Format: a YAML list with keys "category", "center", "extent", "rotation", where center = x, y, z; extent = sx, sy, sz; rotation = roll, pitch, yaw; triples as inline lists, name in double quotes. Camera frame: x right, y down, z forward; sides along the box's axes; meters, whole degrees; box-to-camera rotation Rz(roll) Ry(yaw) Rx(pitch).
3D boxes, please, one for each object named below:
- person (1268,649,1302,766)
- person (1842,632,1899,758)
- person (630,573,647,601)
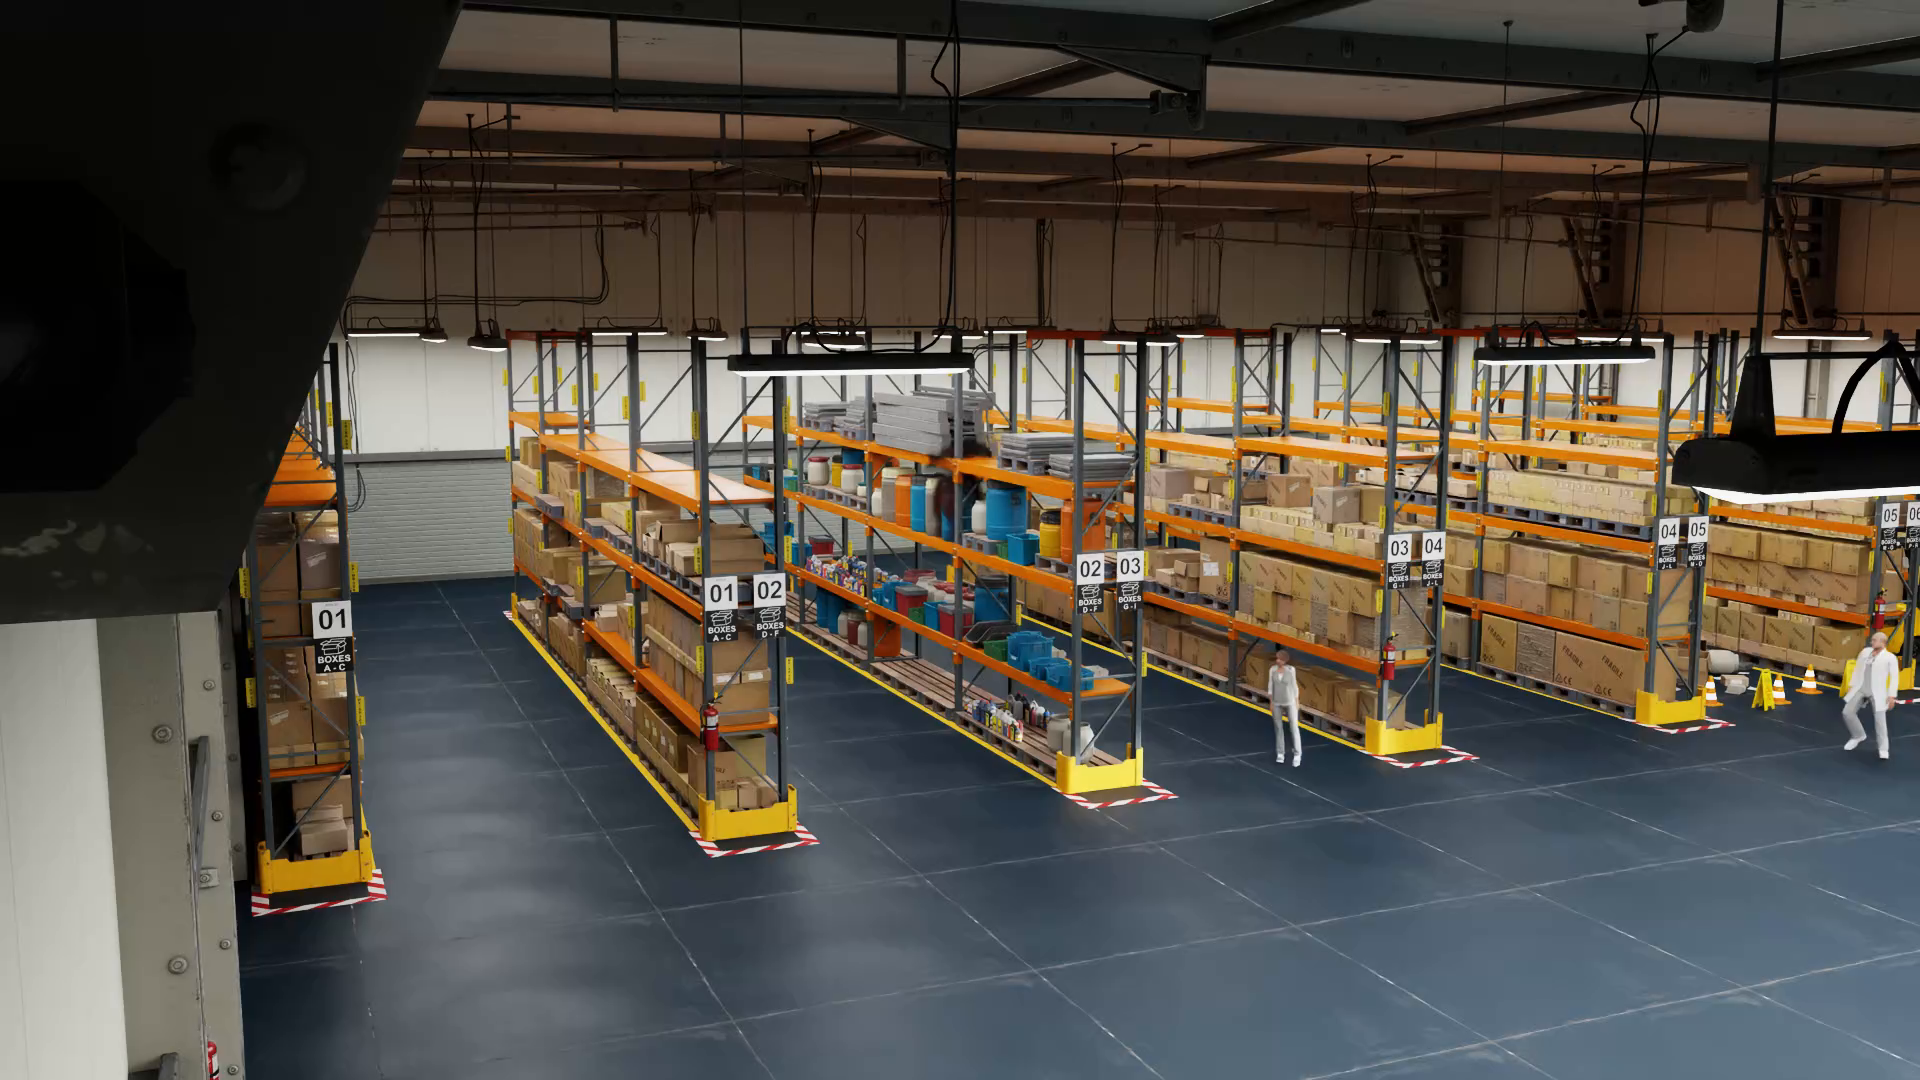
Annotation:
- category: "person"
  center: [4.590, 2.351, 23.509]
  extent: [0.507, 1.610, 0.394]
  rotation: [3, 8, 23]
- category: "person"
  center: [13.095, 2.200, 23.878]
  extent: [0.672, 1.775, 0.437]
  rotation: [7, 11, 43]
- category: "person"
  center: [-6.622, 0.698, 35.002]
  extent: [0.635, 1.793, 0.611]
  rotation: [2, 8, 17]
